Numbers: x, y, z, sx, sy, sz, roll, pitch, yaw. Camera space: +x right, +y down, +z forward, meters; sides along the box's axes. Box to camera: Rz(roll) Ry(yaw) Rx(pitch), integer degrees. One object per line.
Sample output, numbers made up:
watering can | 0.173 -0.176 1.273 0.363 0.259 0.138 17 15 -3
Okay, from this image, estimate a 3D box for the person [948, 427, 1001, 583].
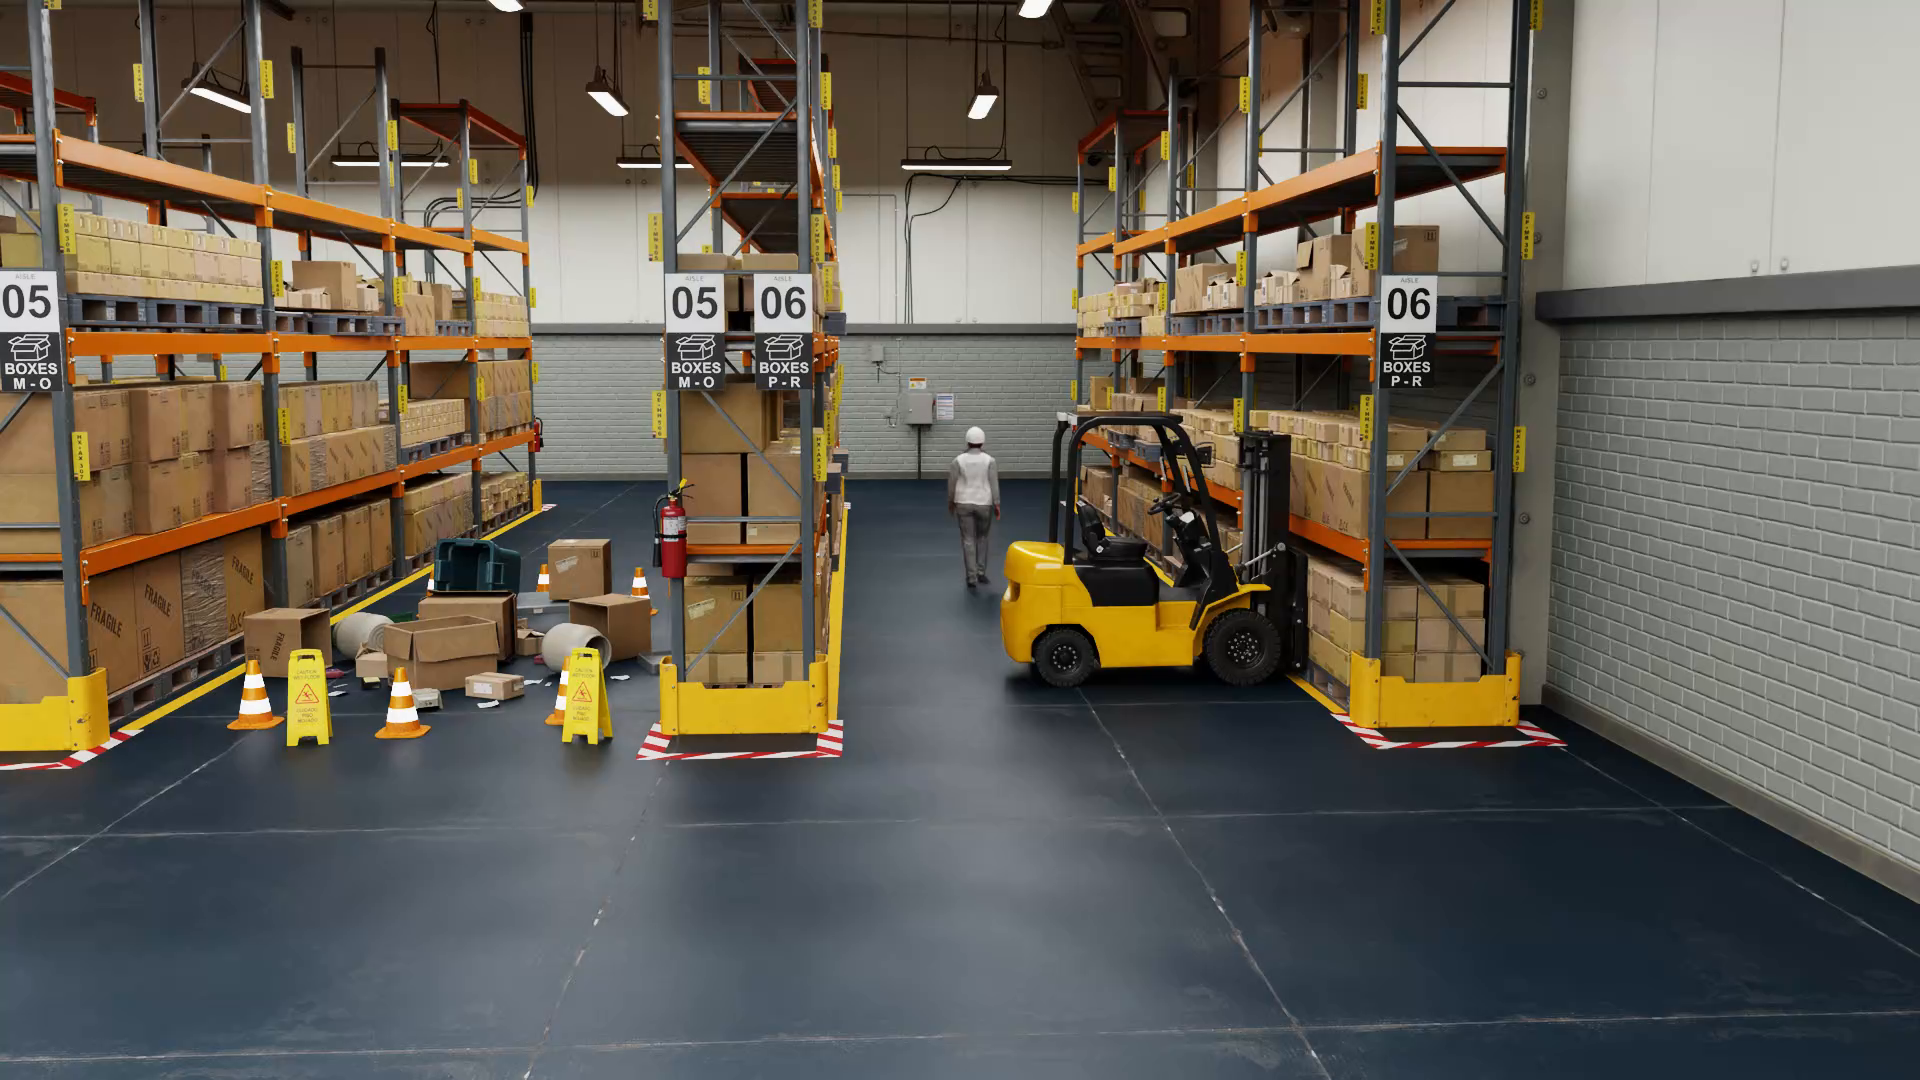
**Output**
person | 0.149 -0.380 18.912 0.584 1.818 0.715 -1 7 -6
